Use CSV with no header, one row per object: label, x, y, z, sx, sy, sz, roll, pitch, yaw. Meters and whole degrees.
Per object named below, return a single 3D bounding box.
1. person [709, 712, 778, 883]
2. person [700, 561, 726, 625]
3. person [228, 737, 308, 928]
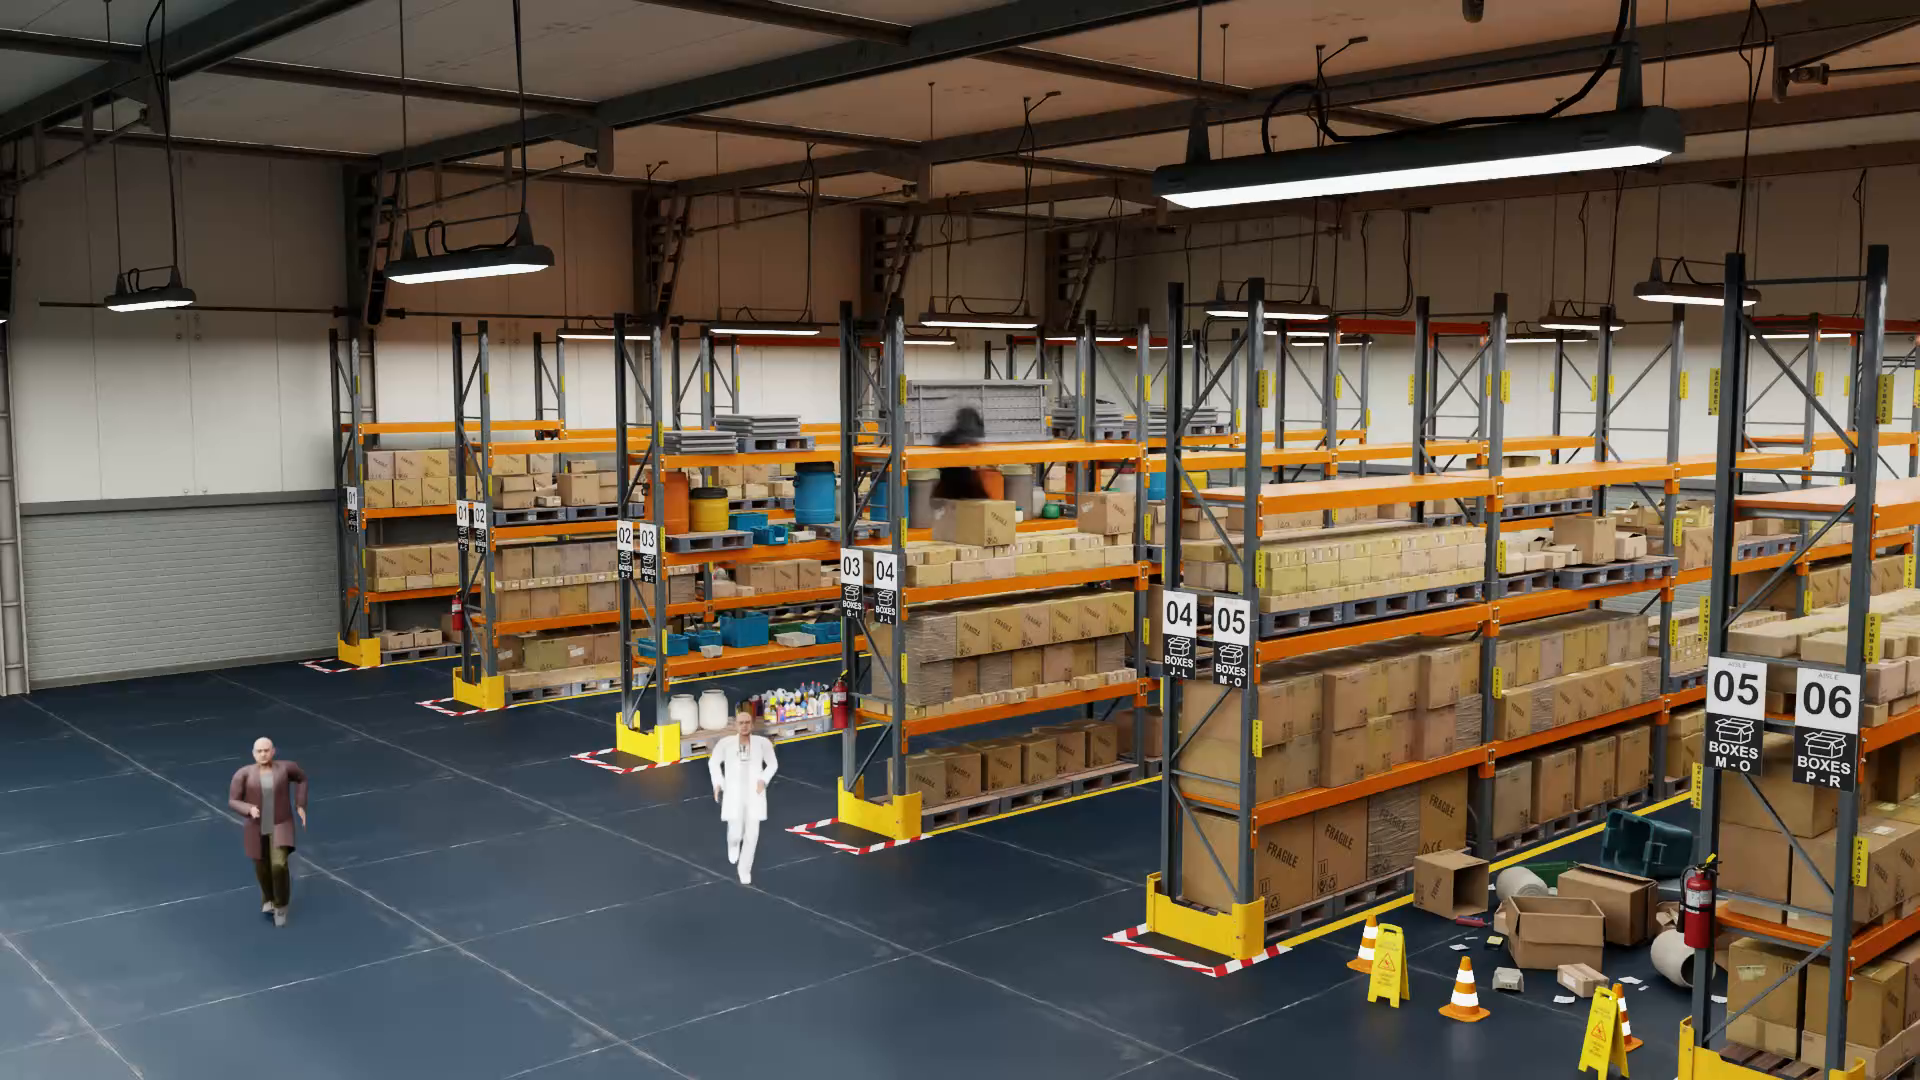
person,-2.217,2.627,17.085,0.711,1.739,0.641,-1,6,-10
person,-4.690,1.115,31.643,0.658,1.785,0.979,4,7,37
person,-6.500,2.746,15.644,0.668,1.808,0.877,-2,6,-17
